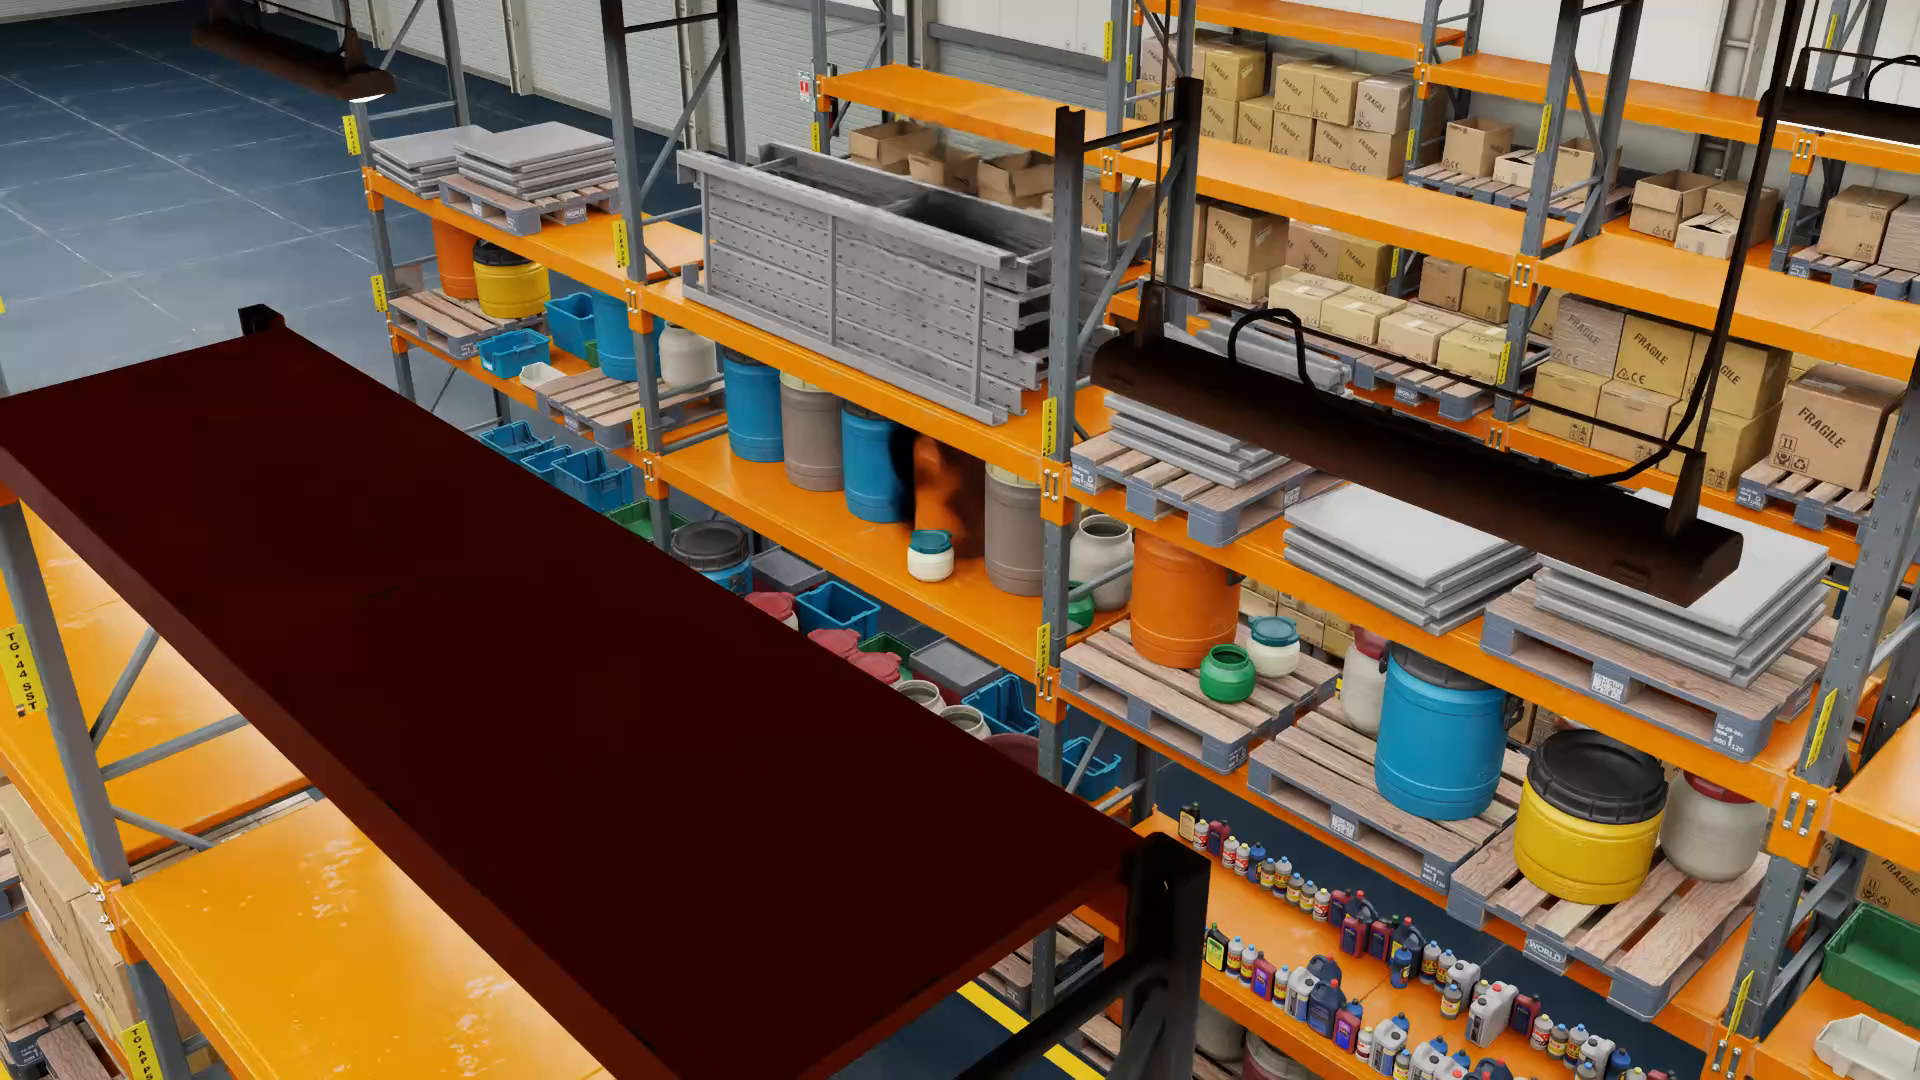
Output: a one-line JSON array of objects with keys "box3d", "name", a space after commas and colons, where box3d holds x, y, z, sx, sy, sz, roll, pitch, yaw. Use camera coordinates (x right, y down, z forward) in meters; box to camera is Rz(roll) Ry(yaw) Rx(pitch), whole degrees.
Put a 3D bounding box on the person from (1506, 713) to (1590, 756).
[{"box3d": [3.922, 1.804, 11.035, 0.903, 1.816, 0.658, 20, 34, 33], "name": "person"}]
